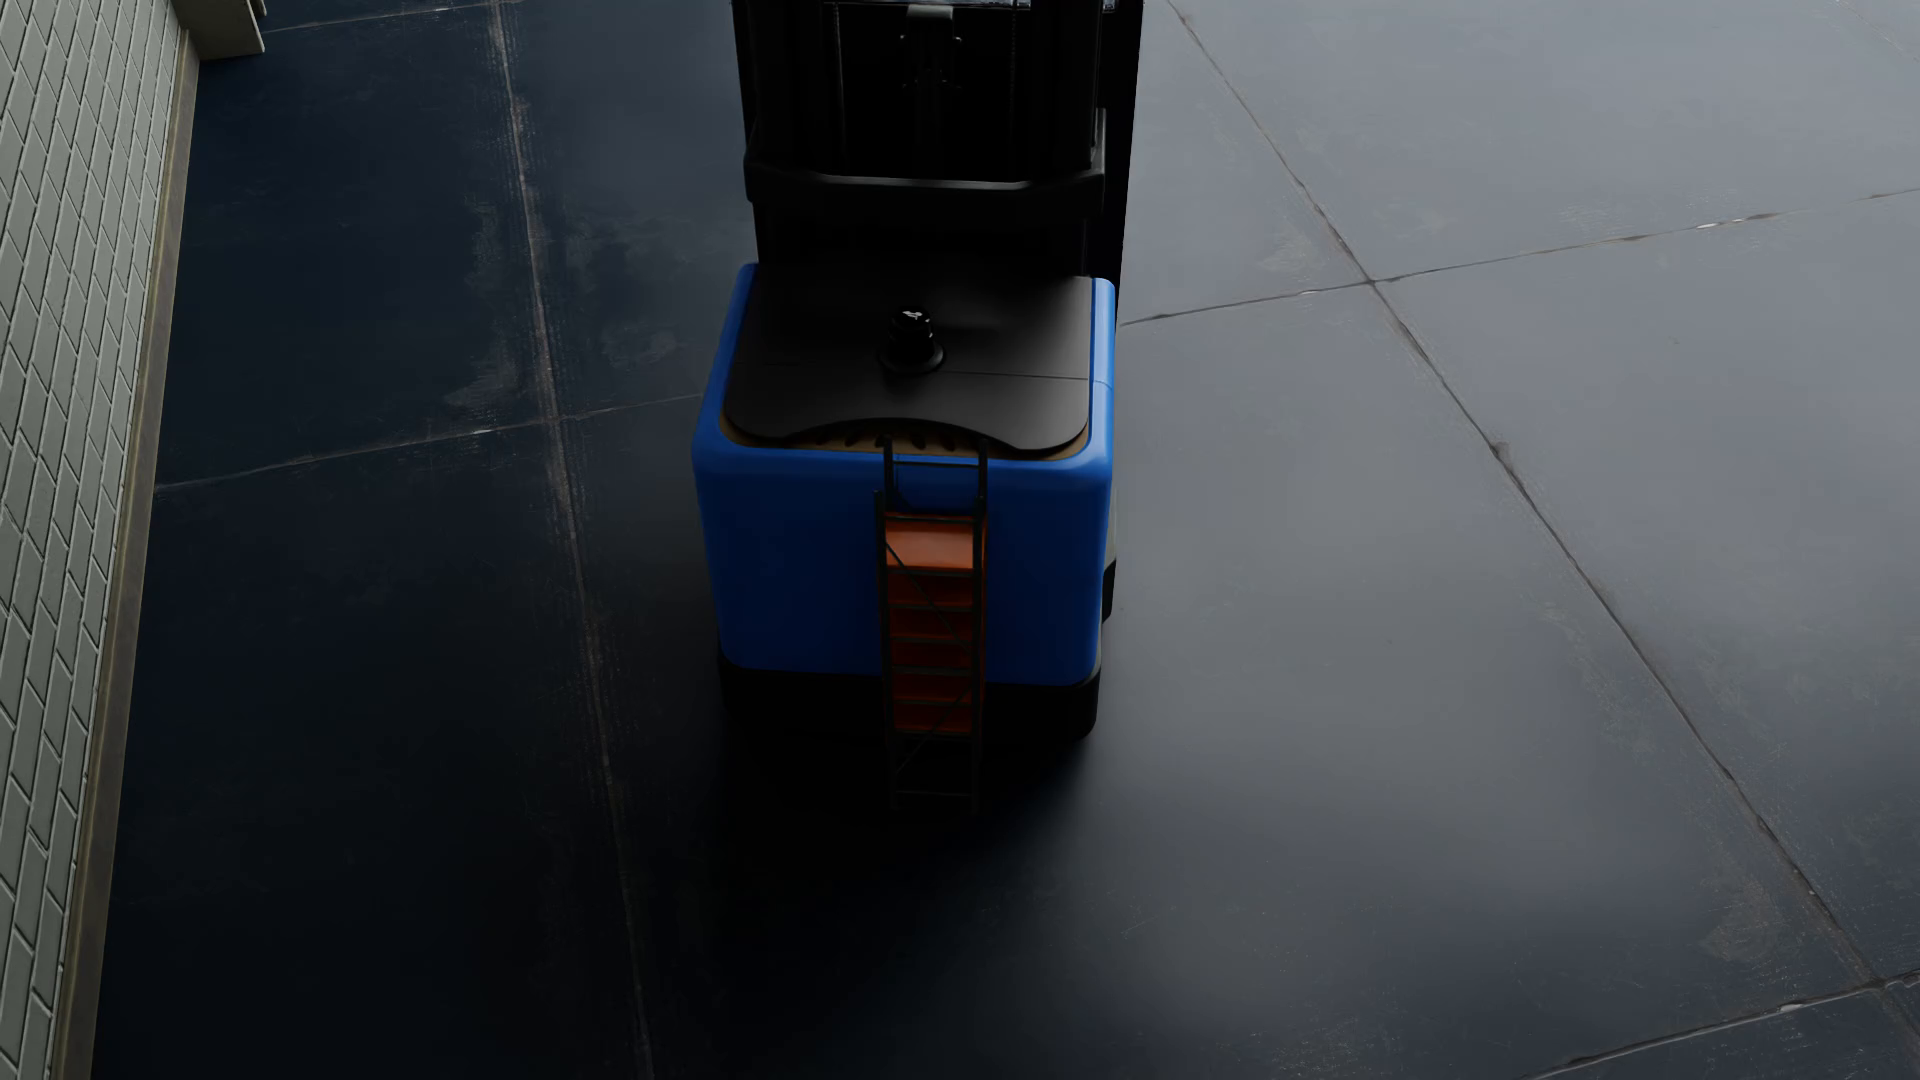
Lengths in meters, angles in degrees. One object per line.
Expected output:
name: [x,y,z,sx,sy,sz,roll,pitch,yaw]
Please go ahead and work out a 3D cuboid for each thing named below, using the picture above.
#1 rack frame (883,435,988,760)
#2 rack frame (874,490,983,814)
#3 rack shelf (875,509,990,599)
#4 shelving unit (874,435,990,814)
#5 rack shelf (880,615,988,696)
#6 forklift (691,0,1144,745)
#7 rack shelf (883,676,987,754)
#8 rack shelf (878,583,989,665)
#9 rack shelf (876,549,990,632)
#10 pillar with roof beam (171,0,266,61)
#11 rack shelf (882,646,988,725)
rack frame: [-0.057,0.187,4.226,0.240,1.200,0.006,3,46,3]
rack frame: [-0.070,0.318,4.098,0.240,1.200,0.006,3,46,3]
rack shelf: [-0.063,0.032,3.937,0.258,0.103,0.180,3,46,3]
shelving unit: [-0.063,0.253,4.162,0.258,1.200,0.189,3,46,3]
rack shelf: [-0.063,0.284,4.194,0.258,0.103,0.180,3,46,3]
forklift: [-0.042,-1.508,4.676,1.130,2.935,3.031,3,46,3]
rack shelf: [-0.063,0.452,4.365,0.258,0.103,0.180,3,46,3]
rack shelf: [-0.063,0.200,4.108,0.258,0.103,0.180,3,46,3]
rack shelf: [-0.063,0.116,4.023,0.258,0.103,0.180,3,46,3]
pillar with roof beam: [0.878,-6.204,5.029,9.100,9.000,0.400,-11,47,-10]
rack shelf: [-0.063,0.368,4.280,0.258,0.103,0.180,3,46,3]
